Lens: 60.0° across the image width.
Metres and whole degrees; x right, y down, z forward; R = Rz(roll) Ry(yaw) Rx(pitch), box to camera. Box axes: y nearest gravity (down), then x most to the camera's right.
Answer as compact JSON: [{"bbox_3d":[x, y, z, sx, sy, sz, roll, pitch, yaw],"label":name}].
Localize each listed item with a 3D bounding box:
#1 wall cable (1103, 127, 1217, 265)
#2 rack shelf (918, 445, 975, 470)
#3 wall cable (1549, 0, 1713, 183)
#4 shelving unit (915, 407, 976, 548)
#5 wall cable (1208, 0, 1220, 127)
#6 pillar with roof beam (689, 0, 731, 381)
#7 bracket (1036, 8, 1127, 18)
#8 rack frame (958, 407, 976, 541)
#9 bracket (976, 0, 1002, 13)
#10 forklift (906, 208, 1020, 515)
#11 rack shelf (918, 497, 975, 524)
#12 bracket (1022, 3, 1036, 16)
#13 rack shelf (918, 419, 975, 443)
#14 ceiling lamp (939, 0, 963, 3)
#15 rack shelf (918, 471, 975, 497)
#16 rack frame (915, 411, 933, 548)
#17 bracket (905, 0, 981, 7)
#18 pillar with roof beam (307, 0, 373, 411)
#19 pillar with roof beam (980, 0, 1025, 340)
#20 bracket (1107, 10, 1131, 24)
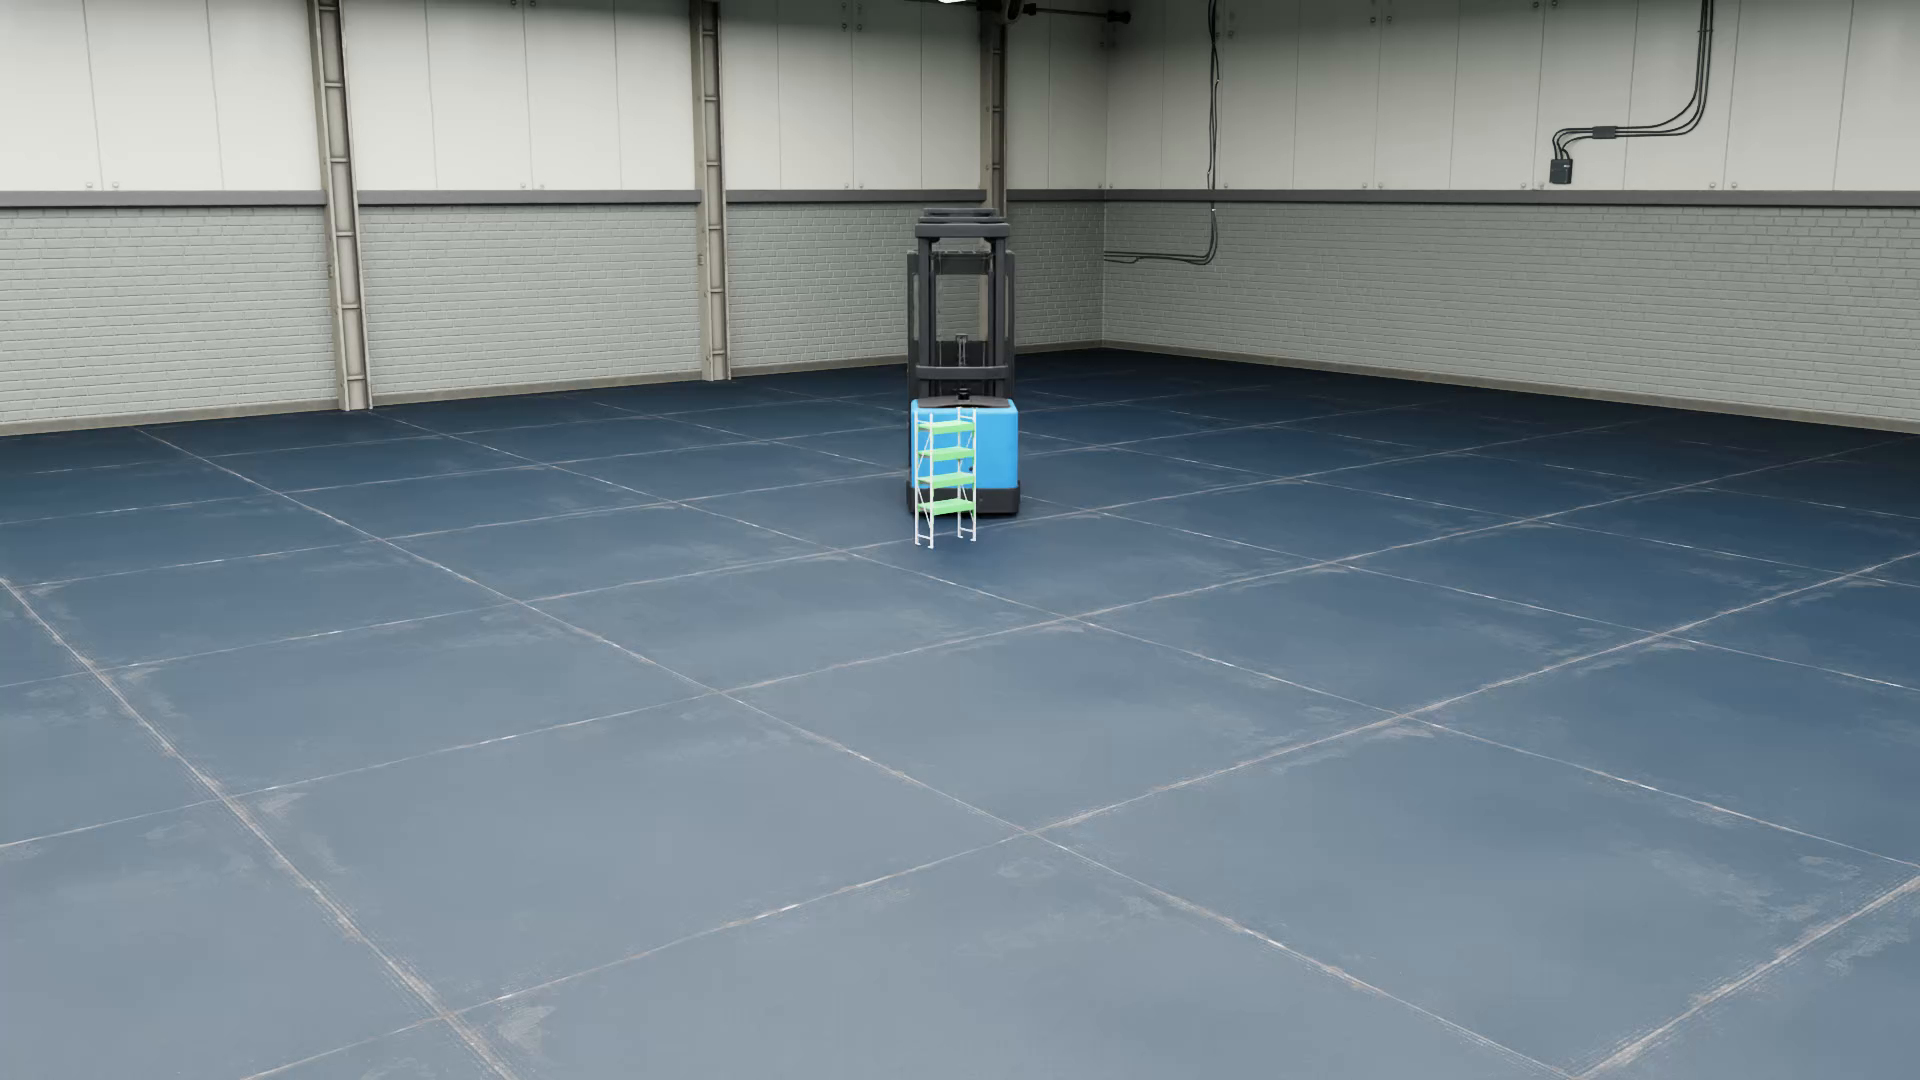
[{"bbox_3d":[3.741,-6.512,31.609,0.112,2.526,3.097,-9,15,-38],"label":"wall cable"},{"bbox_3d":[-0.129,-0.738,14.866,0.480,0.148,0.258,-9,15,-38],"label":"rack shelf"},{"bbox_3d":[9.659,-8.153,23.672,0.169,6.003,2.305,-9,15,-38],"label":"wall cable"},{"bbox_3d":[-0.129,-0.565,14.903,0.503,1.200,0.258,-9,15,-38],"label":"shelving unit"},{"bbox_3d":[5.431,-8.544,29.018,0.112,2.526,3.097,-9,15,-38],"label":"wall cable"},{"bbox_3d":[-1.381,-6.387,23.541,0.548,9.000,9.100,-9,15,-38],"label":"pillar with roof beam"},{"bbox_3d":[2.550,-9.851,31.192,3.189,0.066,0.076,-9,15,-38],"label":"bracket"},{"bbox_3d":[0.061,-0.597,15.052,0.015,1.200,0.240,-9,15,-38],"label":"rack frame"},{"bbox_3d":[0.512,-9.513,29.597,0.430,0.232,0.235,-9,15,-38],"label":"bracket"},{"bbox_3d":[0.000,-1.935,17.186,1.130,2.935,3.031,0,12,-2],"label":"forklift"},{"bbox_3d":[-0.129,-0.268,14.966,0.480,0.148,0.258,-9,15,-38],"label":"rack shelf"},{"bbox_3d":[1.161,-9.620,30.104,0.430,0.232,0.235,-9,15,-38],"label":"bracket"},{"bbox_3d":[-0.129,-0.972,14.817,0.480,0.148,0.258,-9,15,-38],"label":"rack shelf"},{"bbox_3d":[0.564,-9.447,23.900,0.800,3.185,2.000,-9,15,-38],"label":"ceiling lamp"},{"bbox_3d":[-0.129,-0.503,14.916,0.480,0.148,0.258,-9,15,-38],"label":"rack shelf"},{"bbox_3d":[-0.320,-0.534,14.754,0.015,1.200,0.240,-9,15,-38],"label":"rack frame"},{"bbox_3d":[-1.500,-9.178,28.023,4.783,0.066,0.076,-9,15,-38],"label":"bracket"},{"bbox_3d":[-6.066,-5.608,19.875,0.400,9.000,9.100,-9,15,-38],"label":"pillar with roof beam"},{"bbox_3d":[3.304,-7.165,27.208,0.548,9.000,9.100,-9,15,-38],"label":"pillar with roof beam"},{"bbox_3d":[3.011,-9.928,31.553,0.430,0.232,0.235,-9,15,-38],"label":"bracket"}]
